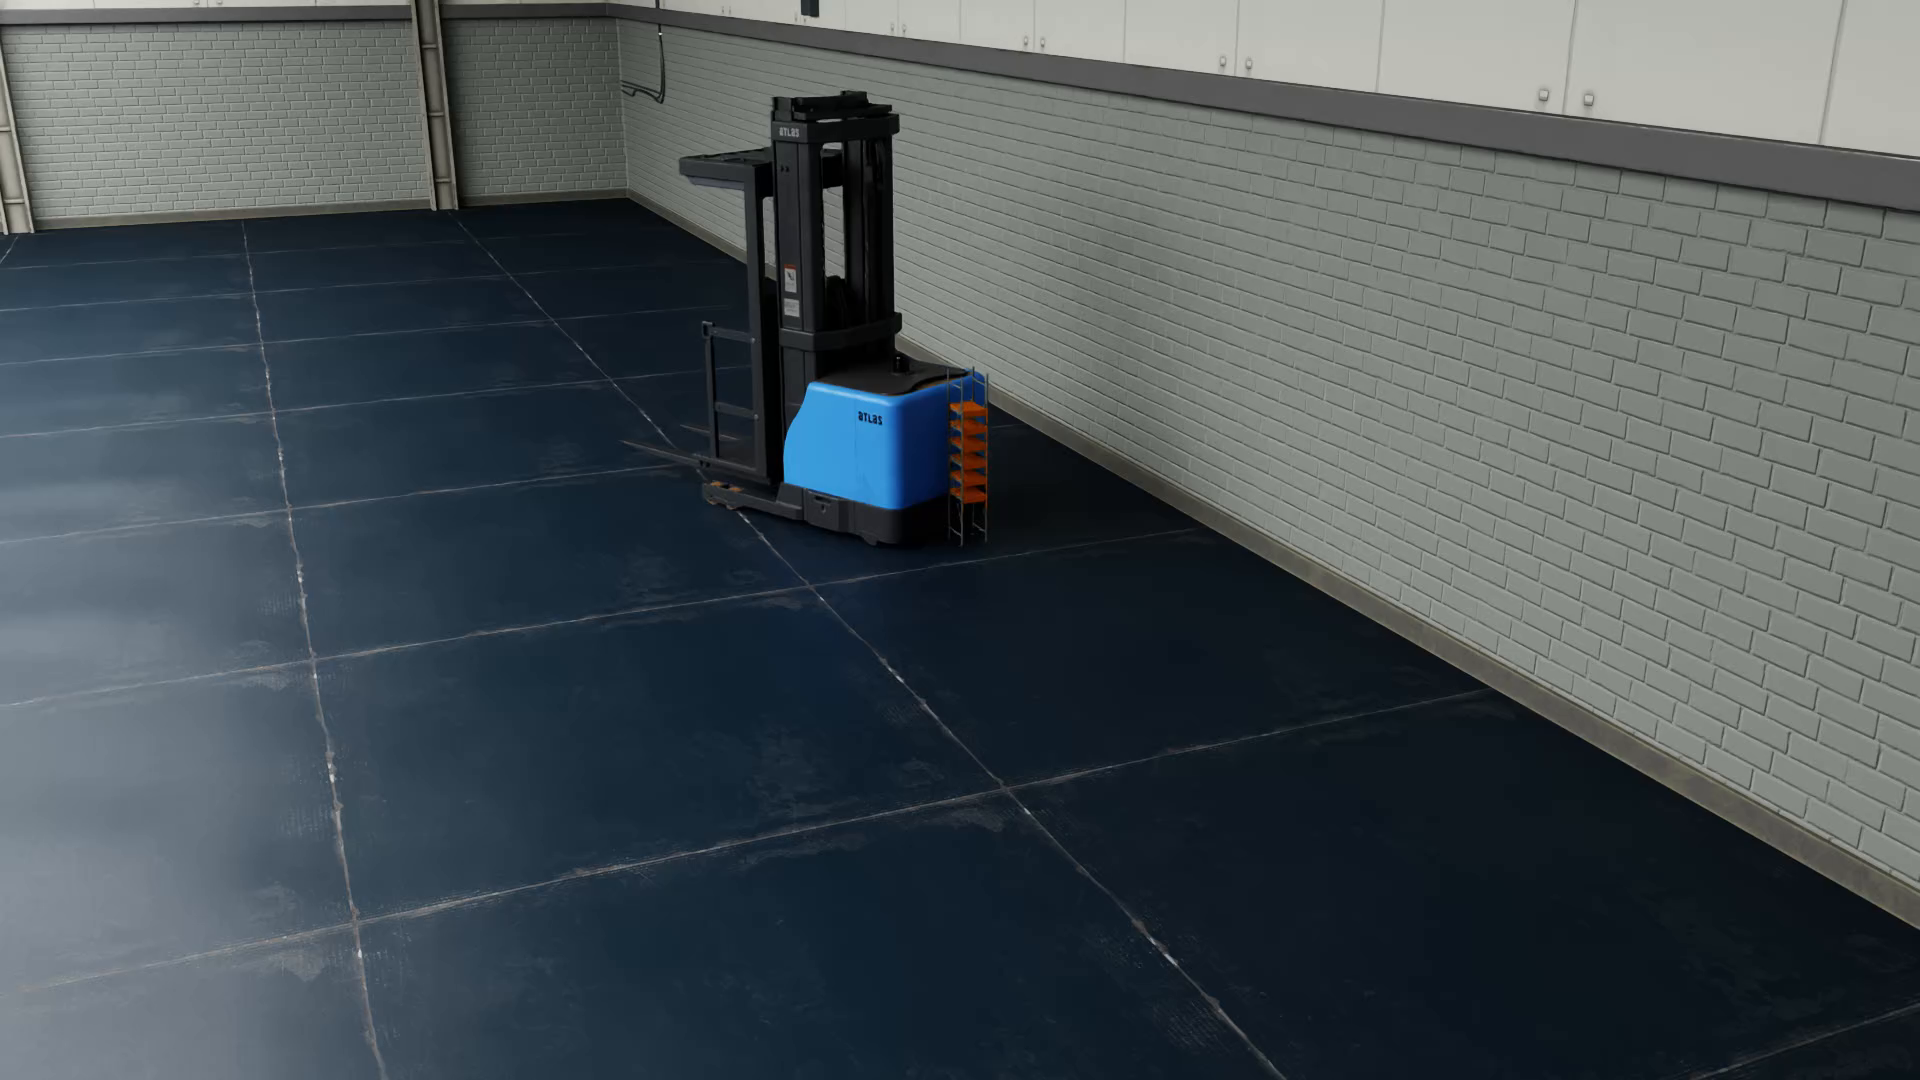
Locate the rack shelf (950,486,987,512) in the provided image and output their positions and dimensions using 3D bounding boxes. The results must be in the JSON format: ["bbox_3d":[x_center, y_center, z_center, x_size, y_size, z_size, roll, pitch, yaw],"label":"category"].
[{"bbox_3d":[0.052,-0.291,11.398,0.180,0.103,0.258,-9,21,-23],"label":"rack shelf"}]

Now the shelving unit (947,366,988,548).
[{"bbox_3d":[0.052,-0.559,11.304,0.189,1.200,0.258,-9,21,-23],"label":"shelving unit"}]

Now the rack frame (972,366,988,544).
[{"bbox_3d":[0.135,-0.572,11.340,0.006,1.200,0.240,-9,21,-23],"label":"rack frame"}]

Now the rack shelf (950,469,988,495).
[{"bbox_3d":[0.052,-0.404,11.358,0.180,0.103,0.258,-9,21,-23],"label":"rack shelf"}]

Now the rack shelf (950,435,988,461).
[{"bbox_3d":[0.052,-0.631,11.279,0.180,0.103,0.258,-9,21,-23],"label":"rack shelf"}]

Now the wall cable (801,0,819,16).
[{"bbox_3d":[-1.251,-8.227,16.217,0.169,6.003,2.305,-8,21,-22],"label":"wall cable"}]

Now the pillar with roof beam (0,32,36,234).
[{"bbox_3d":[-12.029,-7.434,19.084,0.400,9.000,9.100,-8,21,-22],"label":"pillar with roof beam"}]

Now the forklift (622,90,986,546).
[{"bbox_3d":[-1.274,-1.723,12.003,3.031,2.935,1.130,15,24,36],"label":"forklift"}]

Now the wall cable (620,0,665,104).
[{"bbox_3d":[-4.997,-8.055,25.526,0.112,2.526,3.097,-8,21,-22],"label":"wall cable"}]

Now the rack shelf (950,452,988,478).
[{"bbox_3d":[0.052,-0.517,11.318,0.180,0.103,0.258,-9,21,-23],"label":"rack shelf"}]

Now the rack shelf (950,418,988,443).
[{"bbox_3d":[0.052,-0.744,11.239,0.180,0.103,0.258,-9,21,-23],"label":"rack shelf"}]

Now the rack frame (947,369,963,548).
[{"bbox_3d":[-0.031,-0.546,11.267,0.006,1.200,0.240,-9,21,-23],"label":"rack frame"}]

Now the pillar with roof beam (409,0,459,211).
[{"bbox_3d":[-6.520,-8.223,21.326,0.400,9.000,9.100,-8,21,-22],"label":"pillar with roof beam"}]

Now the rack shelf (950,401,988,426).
[{"bbox_3d":[0.052,-0.857,11.199,0.180,0.103,0.258,-9,21,-23],"label":"rack shelf"}]
